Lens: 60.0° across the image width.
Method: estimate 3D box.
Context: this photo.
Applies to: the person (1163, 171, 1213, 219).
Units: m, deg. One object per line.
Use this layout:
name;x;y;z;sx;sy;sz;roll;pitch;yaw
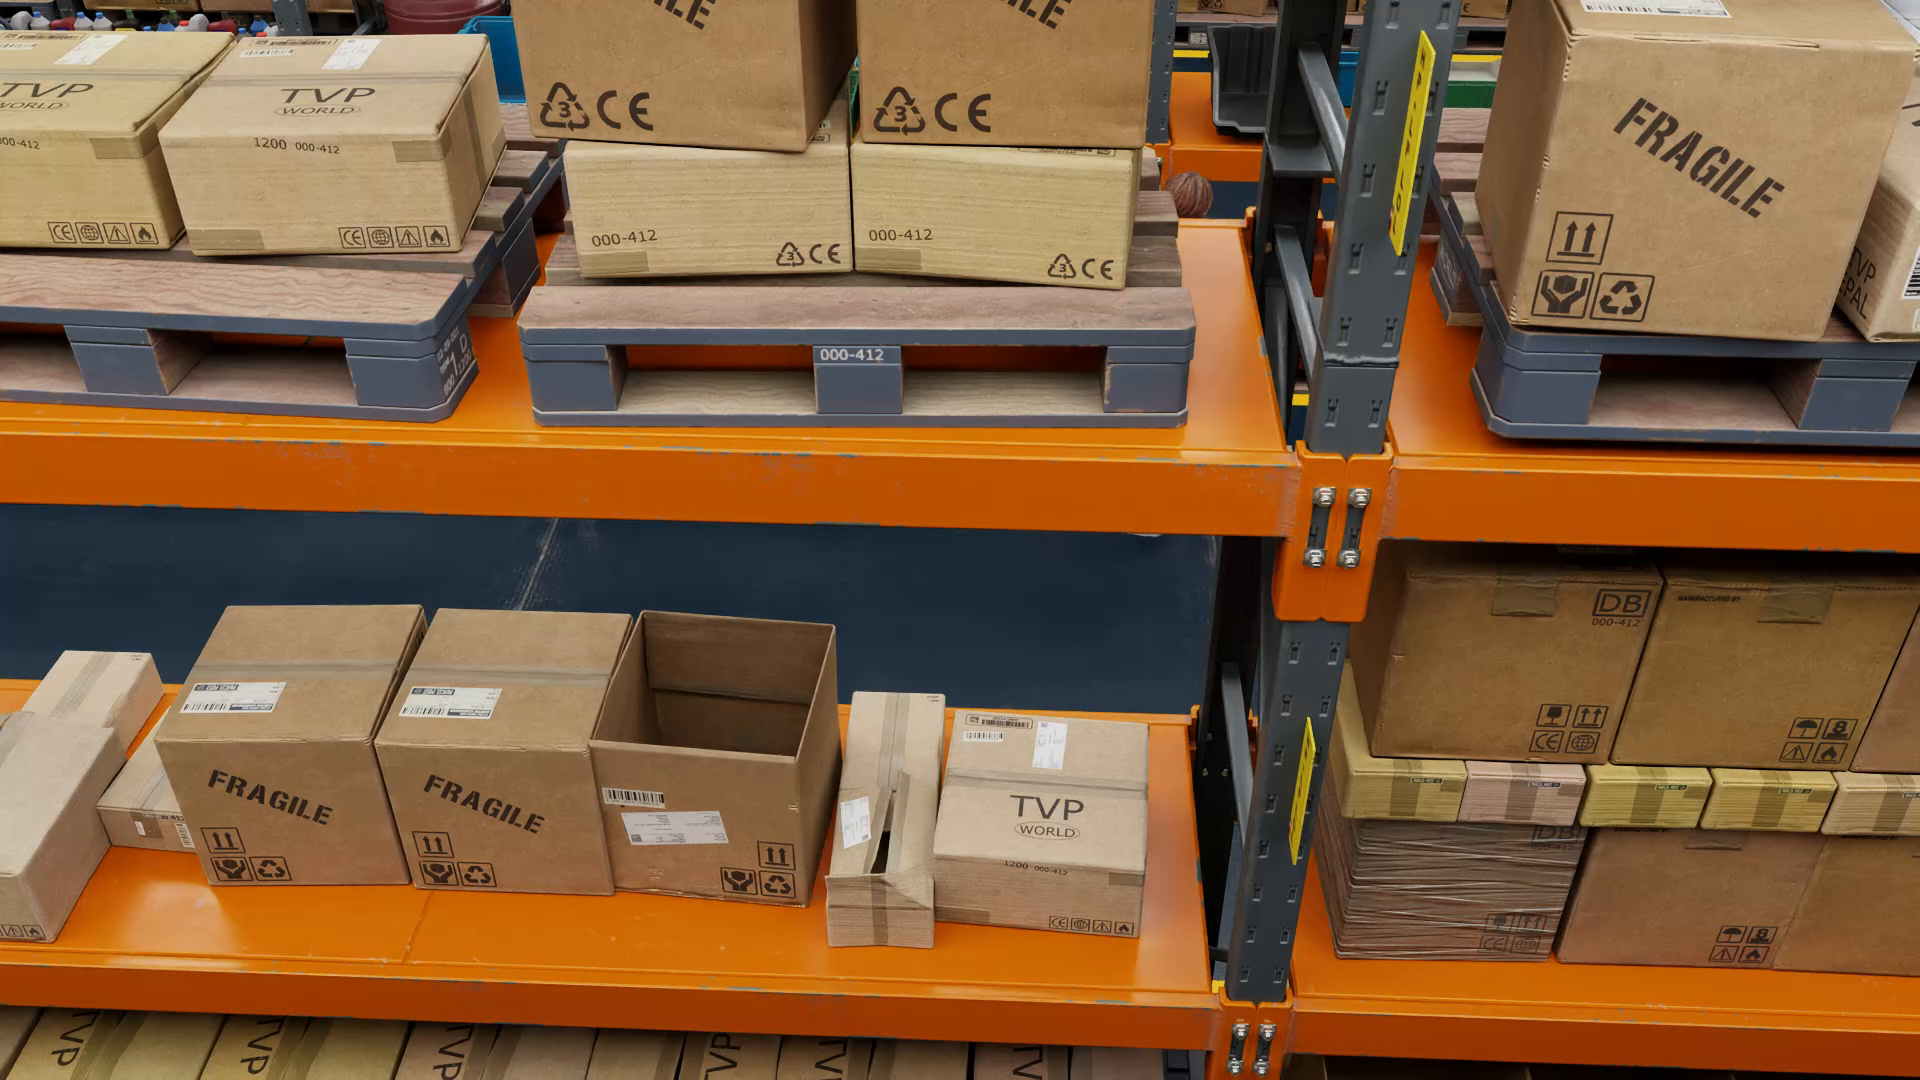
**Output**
person;0.928;-0.840;7.281;0.318;1.616;0.519;-3;36;-5
